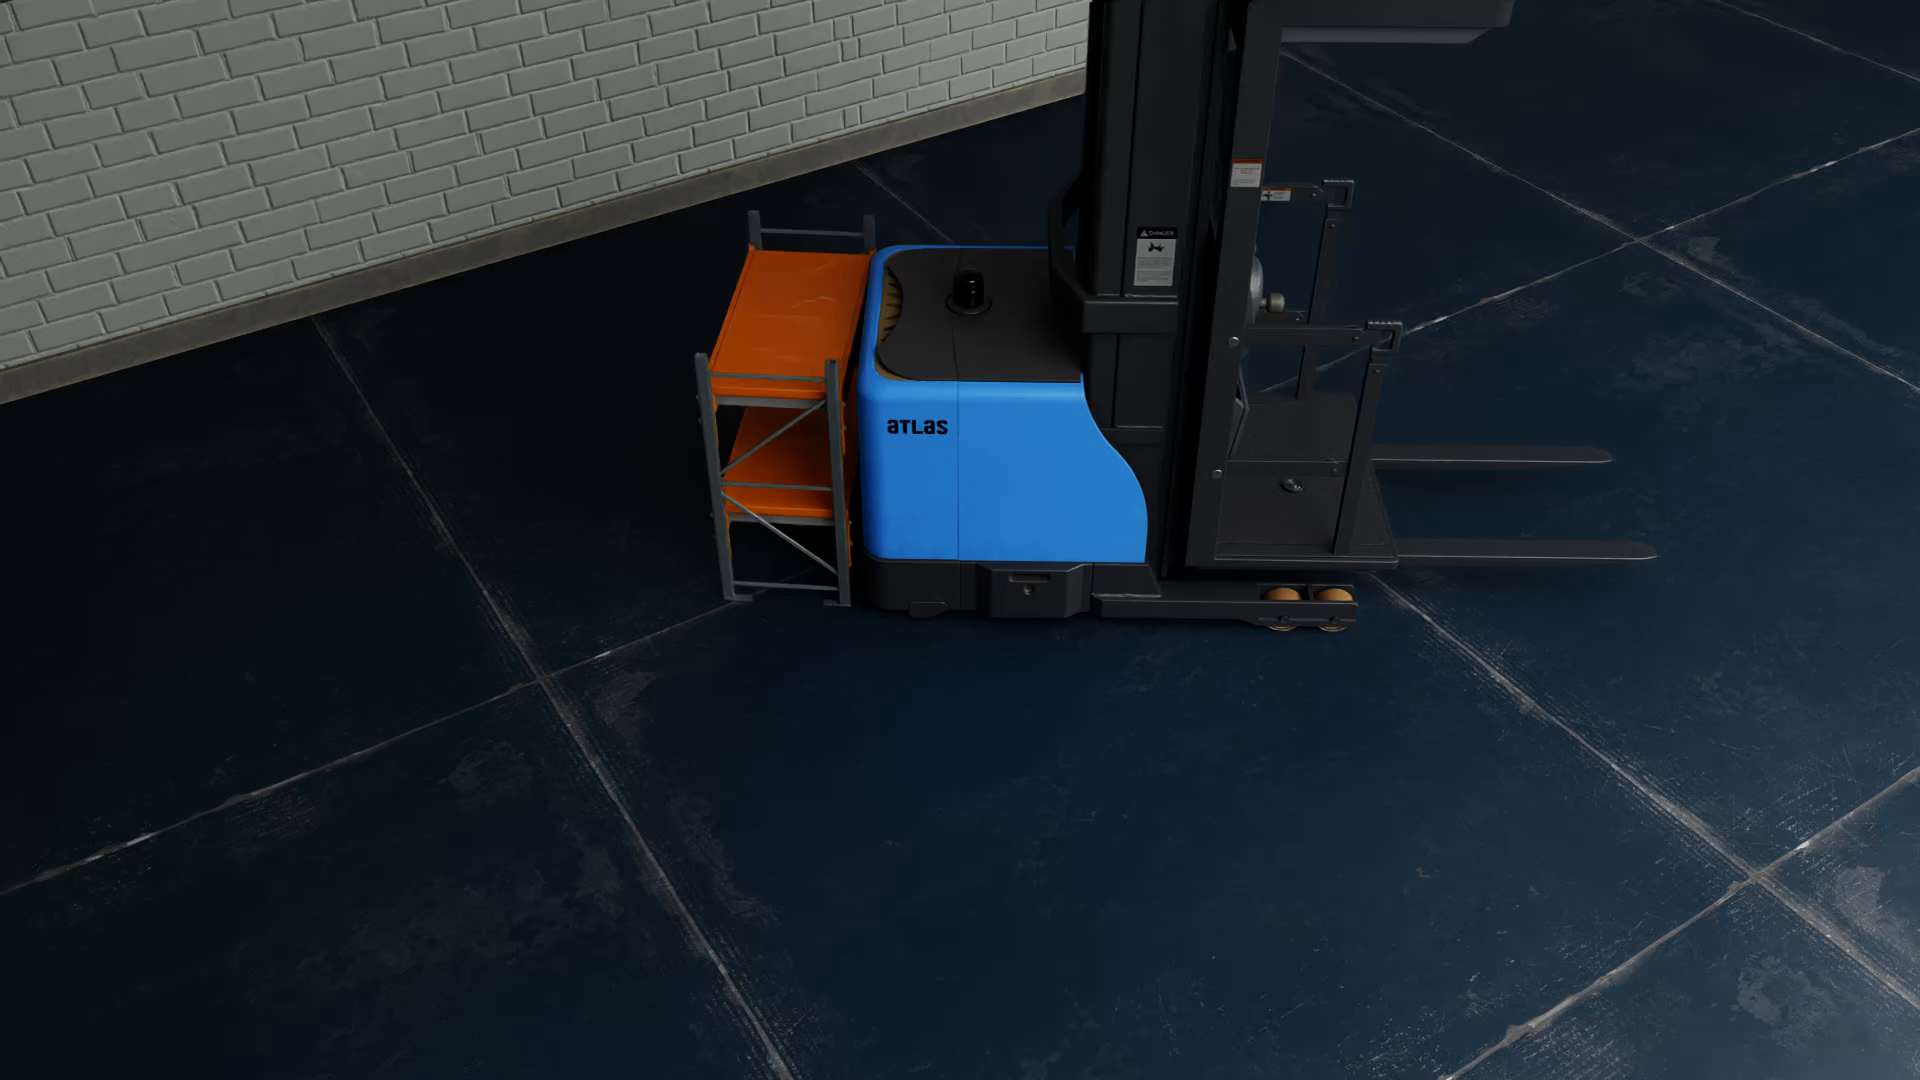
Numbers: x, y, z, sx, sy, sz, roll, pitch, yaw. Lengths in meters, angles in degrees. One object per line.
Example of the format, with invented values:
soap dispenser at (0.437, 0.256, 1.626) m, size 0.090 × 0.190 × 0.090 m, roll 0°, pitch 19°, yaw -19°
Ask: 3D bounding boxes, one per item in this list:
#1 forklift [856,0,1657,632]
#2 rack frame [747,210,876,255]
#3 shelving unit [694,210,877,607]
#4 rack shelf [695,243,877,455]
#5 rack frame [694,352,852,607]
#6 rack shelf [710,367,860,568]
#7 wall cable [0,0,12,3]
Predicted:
forklift at (1.147, -1.124, 5.809) m, size 3.031 × 2.935 × 1.130 m, roll 1°, pitch 40°, yaw 1°
rack frame at (-0.586, -0.844, 6.885) m, size 0.500 × 1.125 × 0.032 m, roll 3°, pitch 40°, yaw 4°
shelving unit at (-0.629, -0.520, 6.495) m, size 0.538 × 1.125 × 1.048 m, roll 3°, pitch 40°, yaw 4°
rack shelf at (-0.629, -0.745, 6.308) m, size 0.538 × 0.278 × 1.000 m, roll 3°, pitch 40°, yaw 4°
rack frame at (-0.672, -0.196, 6.106) m, size 0.500 × 1.125 × 0.032 m, roll 3°, pitch 40°, yaw 4°
rack shelf at (-0.629, -0.332, 6.652) m, size 0.538 × 0.278 × 1.000 m, roll 3°, pitch 40°, yaw 4°
wall cable at (-4.812, -2.652, 5.329) m, size 3.097 × 2.526 × 0.112 m, roll -22°, pitch 45°, yaw -24°
